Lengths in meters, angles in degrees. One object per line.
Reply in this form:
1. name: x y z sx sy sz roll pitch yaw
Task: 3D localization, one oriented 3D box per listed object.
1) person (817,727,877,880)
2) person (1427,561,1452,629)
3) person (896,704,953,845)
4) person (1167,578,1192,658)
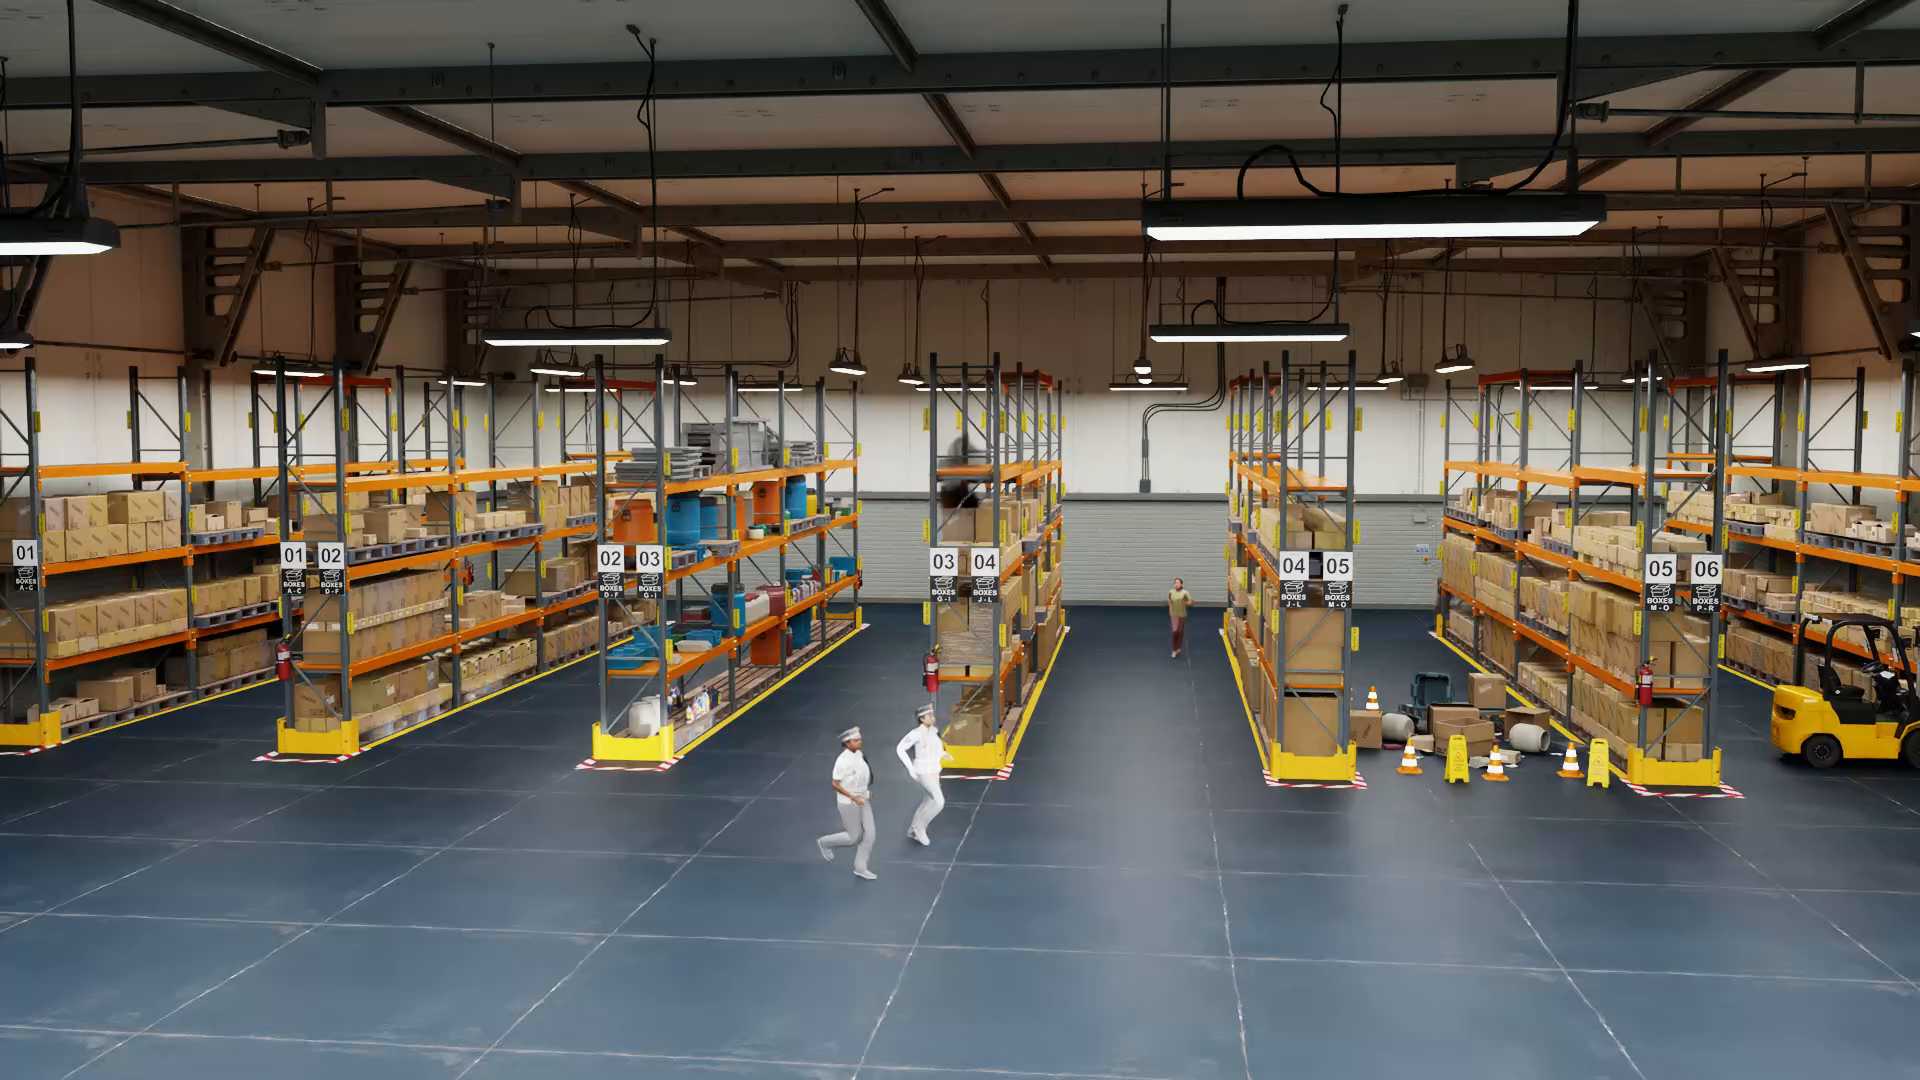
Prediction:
1. person: -1.219 2.885 18.372 0.711 1.680 0.577 2 5 29
2. person: 11.725 1.332 40.085 0.884 1.706 0.687 1 4 18
3. person: -0.369 2.764 19.654 0.649 1.673 0.583 2 5 31
4. person: 4.702 1.665 35.595 0.546 1.731 0.734 1 4 10
